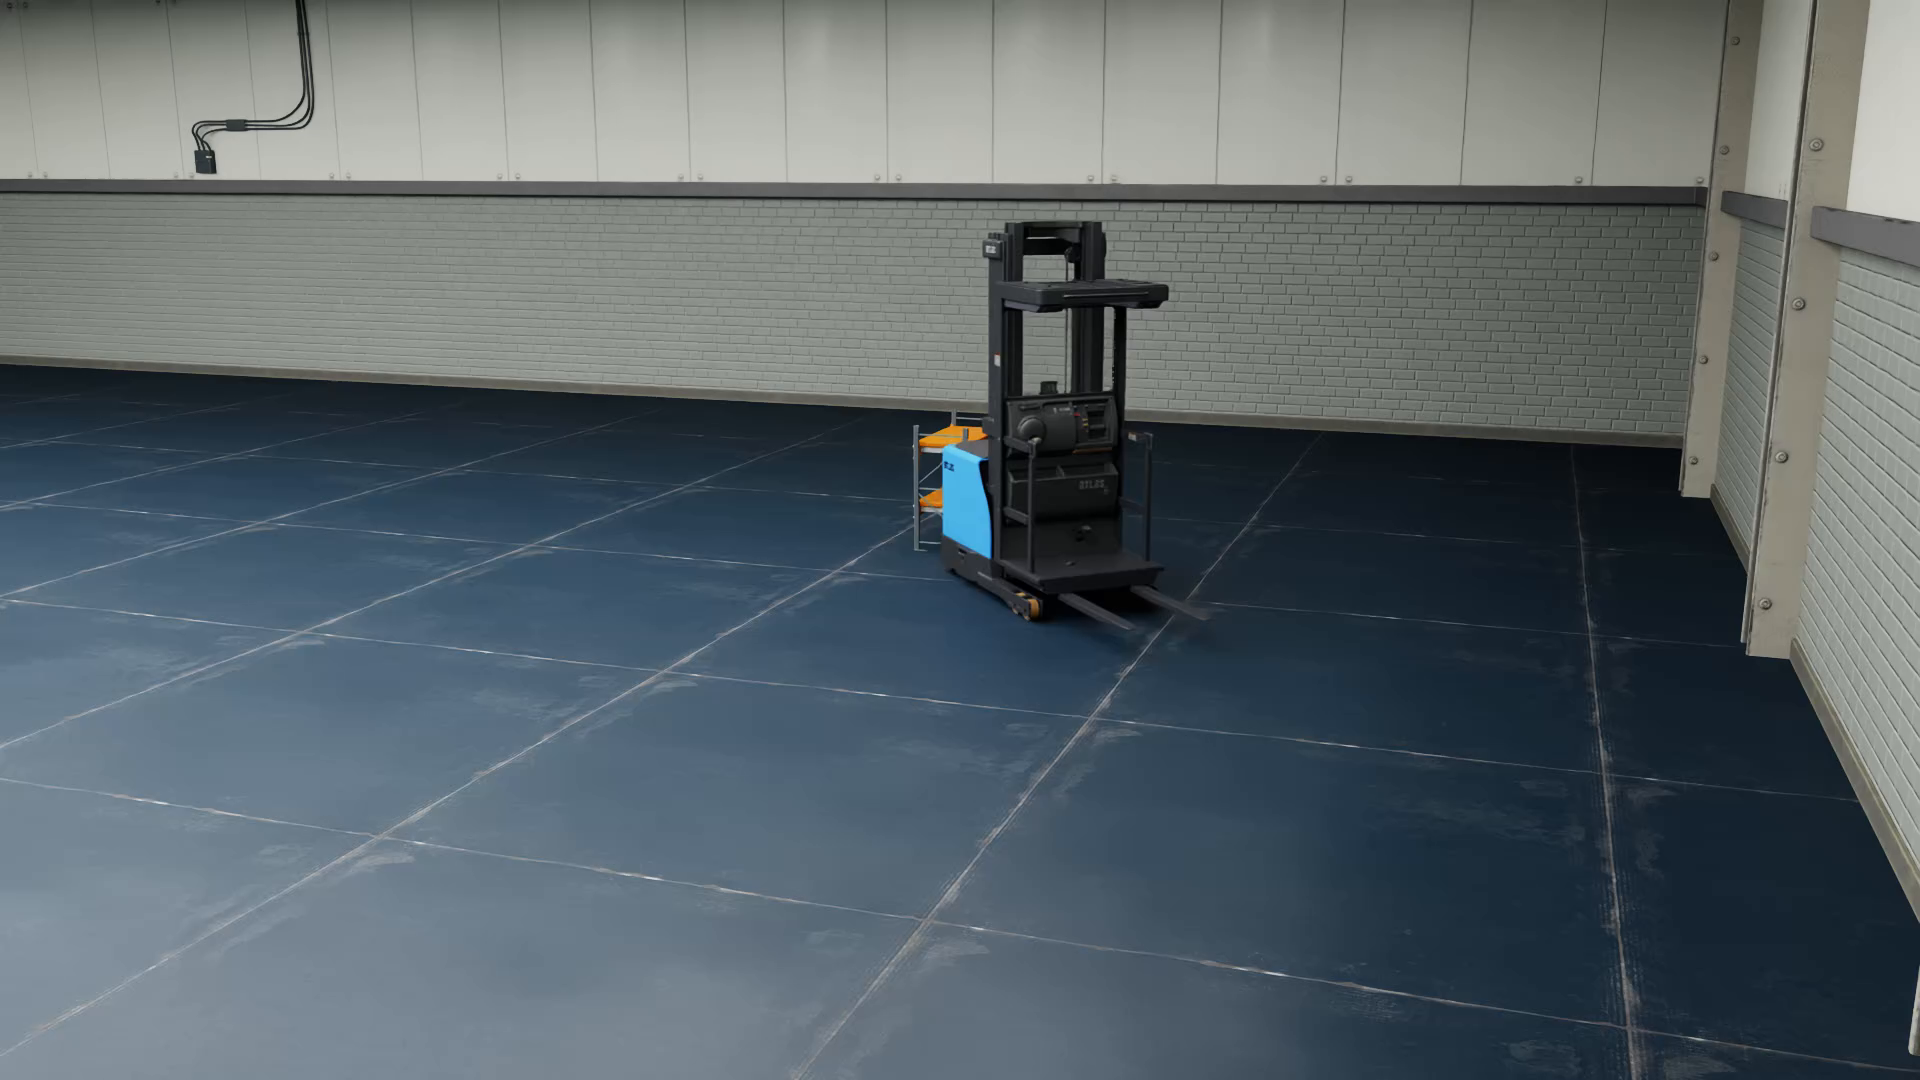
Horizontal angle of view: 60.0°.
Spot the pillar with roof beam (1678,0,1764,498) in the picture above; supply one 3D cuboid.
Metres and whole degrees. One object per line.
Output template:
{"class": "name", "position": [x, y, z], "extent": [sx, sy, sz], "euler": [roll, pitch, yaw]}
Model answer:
{"class": "pillar with roof beam", "position": [3.612, -5.180, 17.721], "extent": [9.100, 9.000, 0.400], "euler": [4, 14, 18]}

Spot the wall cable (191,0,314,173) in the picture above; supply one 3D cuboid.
{"class": "wall cable", "position": [-10.939, -8.634, 25.212], "extent": [2.305, 6.003, 0.169], "euler": [4, 14, 18]}

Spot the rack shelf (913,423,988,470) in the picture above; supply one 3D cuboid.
{"class": "rack shelf", "position": [-0.002, -0.832, 15.053], "extent": [0.538, 0.278, 1.000], "euler": [4, 14, 18]}

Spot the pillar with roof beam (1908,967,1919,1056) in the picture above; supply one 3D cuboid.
{"class": "pillar with roof beam", "position": [-0.271, -2.653, 6.651], "extent": [9.100, 9.000, 0.400], "euler": [4, 14, 18]}

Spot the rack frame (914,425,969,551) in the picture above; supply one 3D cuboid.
{"class": "rack frame", "position": [-0.167, -0.440, 14.650], "extent": [0.500, 1.125, 0.032], "euler": [4, 14, 18]}

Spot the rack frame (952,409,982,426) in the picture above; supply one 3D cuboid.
{"class": "rack frame", "position": [0.162, -0.654, 15.588], "extent": [0.500, 1.125, 0.032], "euler": [4, 14, 18]}

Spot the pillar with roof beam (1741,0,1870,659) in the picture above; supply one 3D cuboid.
{"class": "pillar with roof beam", "position": [1.670, -3.916, 12.186], "extent": [9.100, 9.000, 0.400], "euler": [4, 14, 18]}

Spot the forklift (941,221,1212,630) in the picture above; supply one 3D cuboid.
{"class": "forklift", "position": [0.884, -0.929, 12.734], "extent": [1.130, 2.935, 3.031], "euler": [-5, 14, -23]}

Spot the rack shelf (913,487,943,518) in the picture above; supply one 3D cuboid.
{"class": "rack shelf", "position": [-0.002, -0.309, 15.173], "extent": [0.538, 0.278, 1.000], "euler": [4, 14, 18]}

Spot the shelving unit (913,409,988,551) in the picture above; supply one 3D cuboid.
{"class": "shelving unit", "position": [-0.002, -0.547, 15.119], "extent": [0.538, 1.125, 1.048], "euler": [4, 14, 18]}
